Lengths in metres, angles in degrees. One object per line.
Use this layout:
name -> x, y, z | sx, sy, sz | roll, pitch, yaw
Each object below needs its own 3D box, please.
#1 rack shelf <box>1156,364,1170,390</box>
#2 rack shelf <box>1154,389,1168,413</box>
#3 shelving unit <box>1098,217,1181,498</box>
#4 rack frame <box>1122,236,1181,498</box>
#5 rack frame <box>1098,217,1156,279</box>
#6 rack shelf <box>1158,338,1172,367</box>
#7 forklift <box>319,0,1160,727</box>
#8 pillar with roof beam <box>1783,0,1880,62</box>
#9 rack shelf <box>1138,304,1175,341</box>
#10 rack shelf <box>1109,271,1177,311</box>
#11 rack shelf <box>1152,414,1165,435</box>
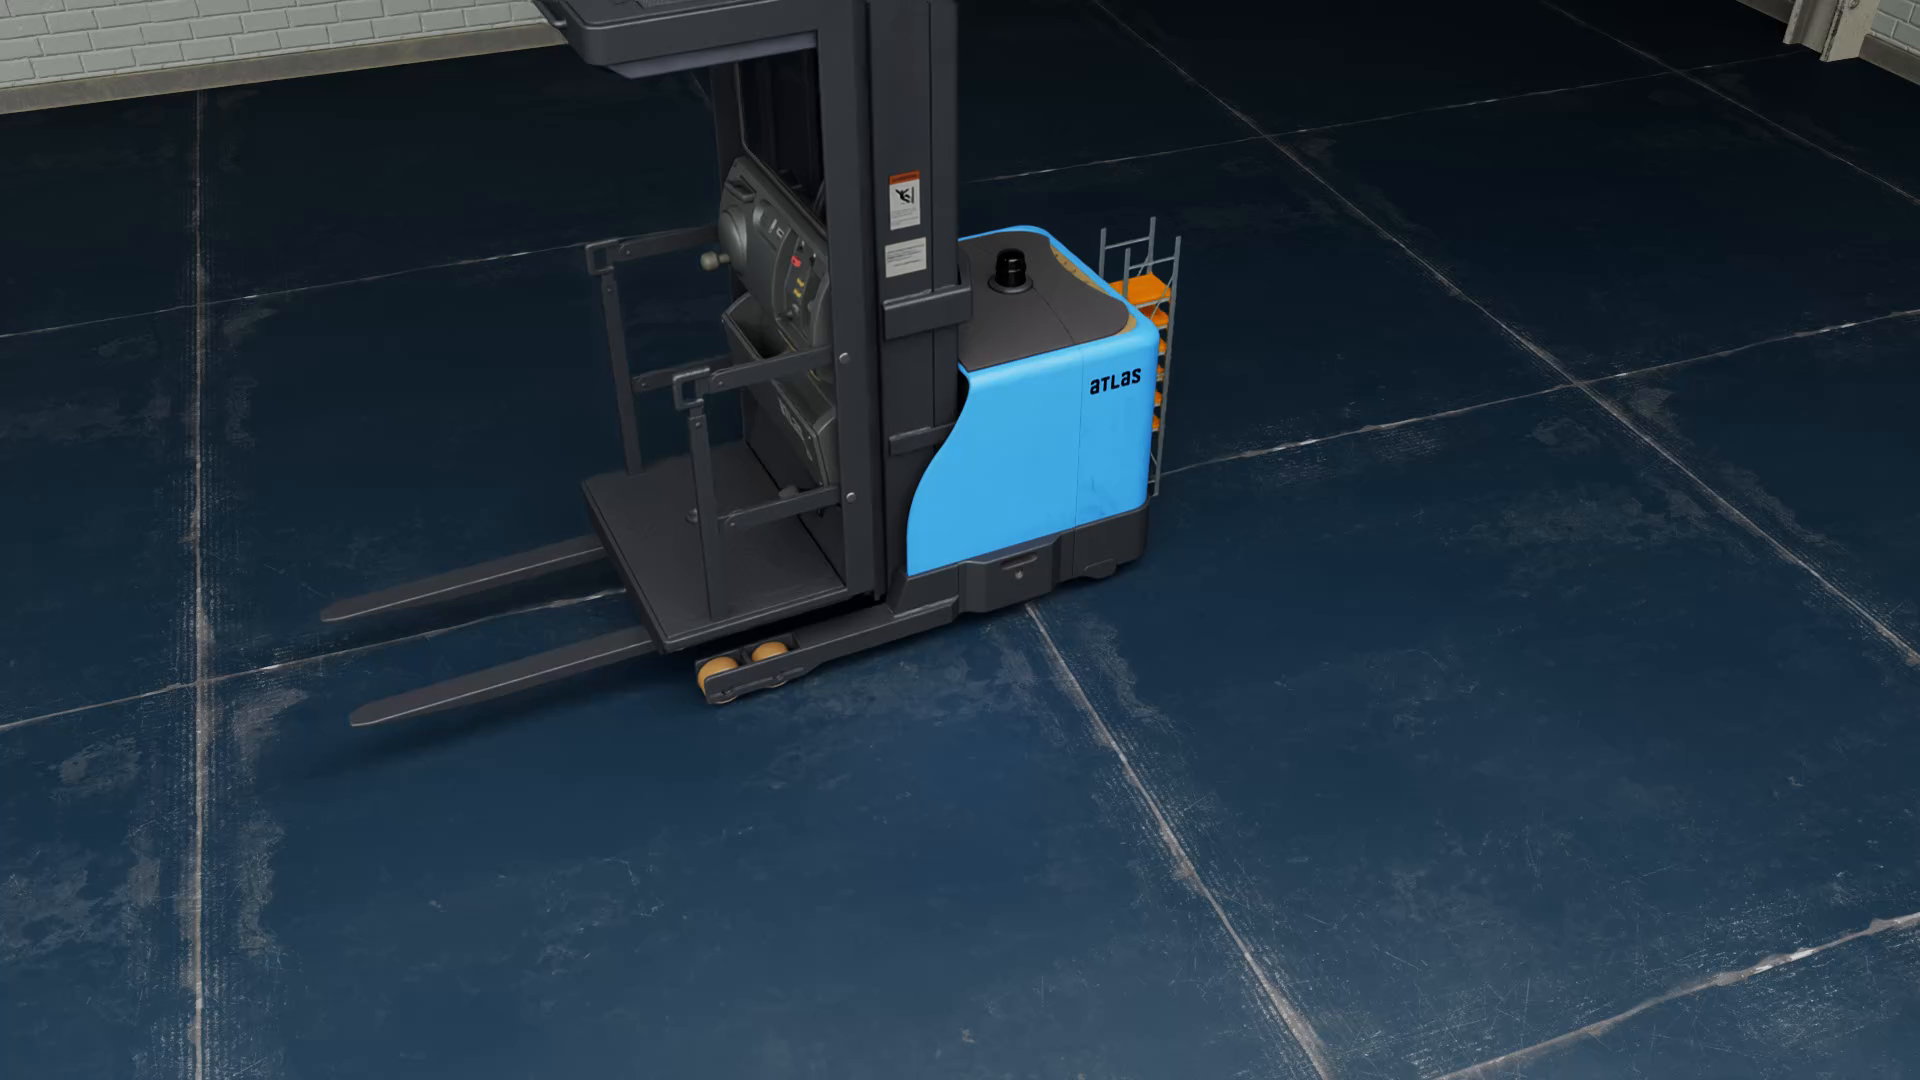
rack shelf -> 0.685, -0.650, 6.690 | 0.258, 0.103, 0.180 | -16, 40, -20
rack shelf -> 0.685, -0.554, 6.762 | 0.258, 0.103, 0.180 | -16, 40, -20
shelving unit -> 0.685, -0.686, 6.663 | 0.258, 1.200, 0.189 | -16, 40, -20
rack frame -> 0.725, -0.636, 6.597 | 0.240, 1.200, 0.006 | -16, 40, -20
rack frame -> 0.645, -0.735, 6.729 | 0.240, 1.200, 0.006 | -16, 40, -20
rack shelf -> 0.685, -0.746, 6.617 | 0.258, 0.103, 0.180 | -16, 40, -20
forklift -> -0.817, -0.948, 5.572 | 3.031, 2.935, 1.130 | -16, 40, -20
pillar with roof beam -> 1.714, -5.985, 7.217 | 9.100, 9.000, 0.400 | -12, 39, -16
rack shelf -> 0.685, -0.842, 6.545 | 0.258, 0.103, 0.180 | -16, 40, -20
rack shelf -> 0.685, -0.938, 6.473 | 0.258, 0.103, 0.180 | -16, 40, -20
rack shelf -> 0.685, -0.458, 6.834 | 0.258, 0.103, 0.180 | -16, 40, -20
